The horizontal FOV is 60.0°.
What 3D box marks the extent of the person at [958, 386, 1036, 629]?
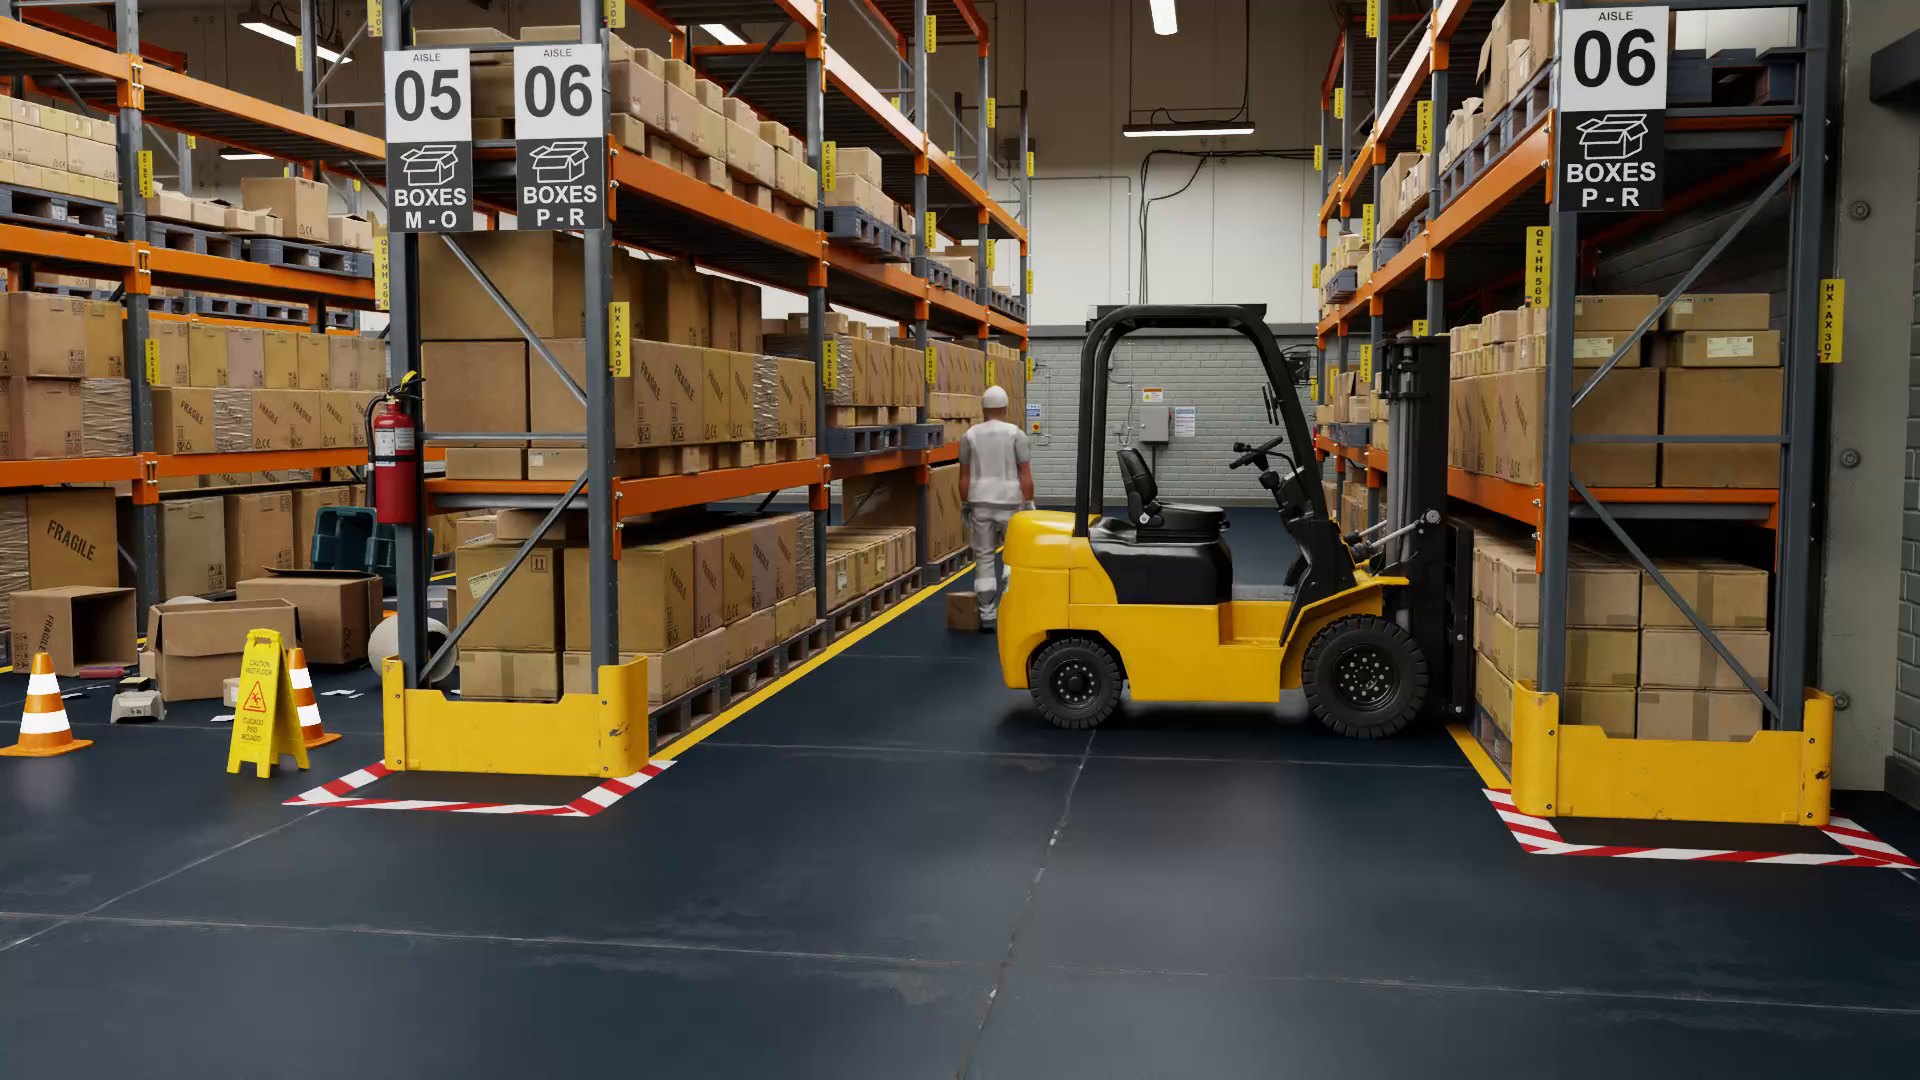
[{"bbox_3d":[0.285,-0.226,12.316,0.593,1.828,0.468,1,4,7],"label":"person"}]
